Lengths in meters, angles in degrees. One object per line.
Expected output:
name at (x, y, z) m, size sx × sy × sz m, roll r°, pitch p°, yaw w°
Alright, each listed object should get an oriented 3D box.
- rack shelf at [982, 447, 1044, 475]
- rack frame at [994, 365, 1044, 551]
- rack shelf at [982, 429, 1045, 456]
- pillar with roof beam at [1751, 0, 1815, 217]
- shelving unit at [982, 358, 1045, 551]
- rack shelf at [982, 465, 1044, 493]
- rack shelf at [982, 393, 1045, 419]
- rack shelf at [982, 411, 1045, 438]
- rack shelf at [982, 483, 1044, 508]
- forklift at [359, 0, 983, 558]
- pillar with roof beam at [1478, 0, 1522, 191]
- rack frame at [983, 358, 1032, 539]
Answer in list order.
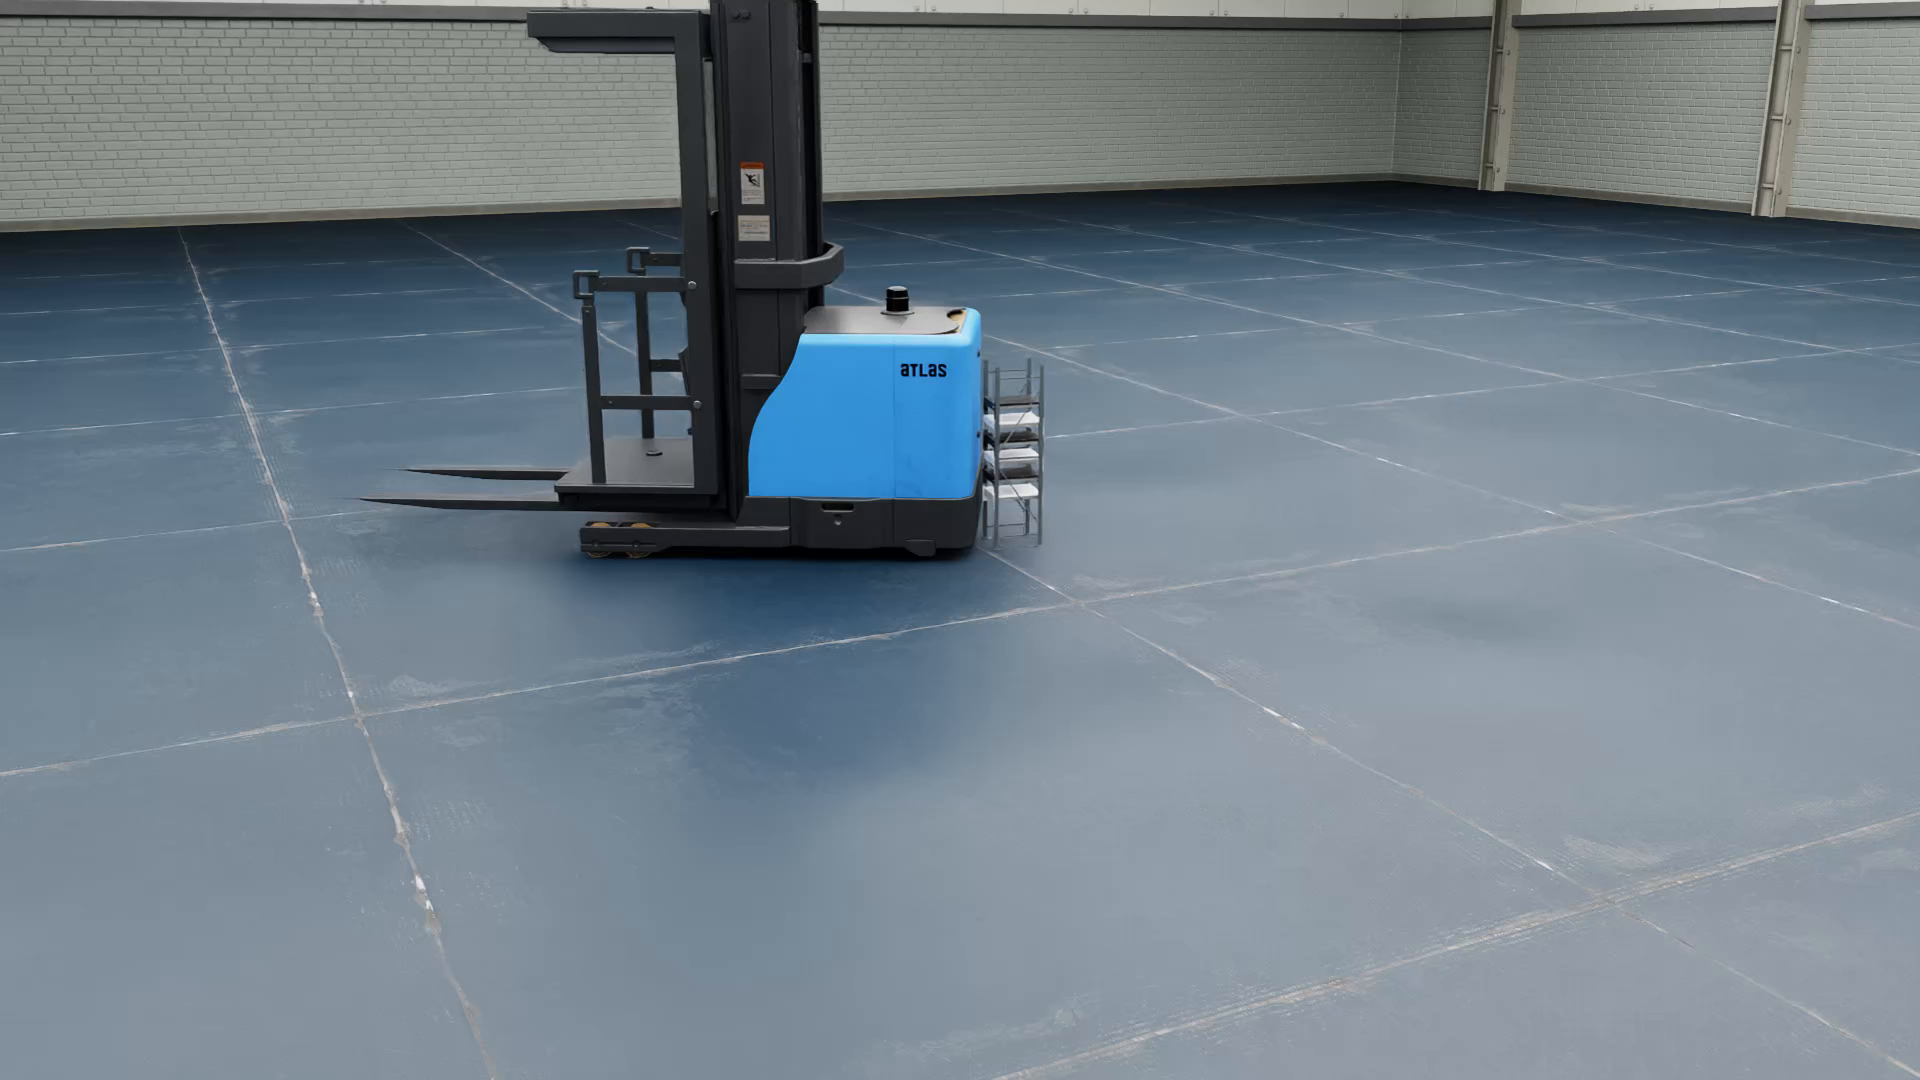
rack shelf at (0.257, -0.385, 8.083) m, size 0.258 × 0.077 × 0.200 m, roll -4°, pitch 17°, yaw -14°
rack frame at (0.283, -0.390, 7.979) m, size 0.240 × 0.900 × 0.006 m, roll -4°, pitch 17°, yaw -14°
rack shelf at (0.257, -0.472, 8.058) m, size 0.258 × 0.077 × 0.200 m, roll -4°, pitch 17°, yaw -14°
pillar with roof beam at (8.640, -8.821, 22.676) m, size 9.100 × 9.000 × 0.400 m, roll -8°, pitch 18°, yaw -25°
shelving unit at (0.257, -0.417, 8.074) m, size 0.258 × 0.900 × 0.210 m, roll -4°, pitch 17°, yaw -14°
rack shelf at (0.257, -0.299, 8.108) m, size 0.258 × 0.077 × 0.200 m, roll -4°, pitch 17°, yaw -14°
rack shelf at (0.257, -0.645, 8.009) m, size 0.258 × 0.077 × 0.200 m, roll -4°, pitch 17°, yaw -14°
rack shelf at (0.257, -0.558, 8.033) m, size 0.258 × 0.077 × 0.200 m, roll -4°, pitch 17°, yaw -14°
rack shelf at (0.257, -0.212, 8.133) m, size 0.258 × 0.077 × 0.200 m, roll -4°, pitch 17°, yaw -14°
forklift at (-1.419, -1.465, 8.044) m, size 3.031 × 2.935 × 1.130 m, roll 1°, pitch 16°, yaw 3°
pillar with roof beam at (6.012, -10.309, 27.861) m, size 9.100 × 9.000 × 0.400 m, roll -8°, pitch 18°, yaw -25°
rack frame at (0.231, -0.445, 8.168) m, size 0.240 × 0.900 × 0.006 m, roll -4°, pitch 17°, yaw -14°
